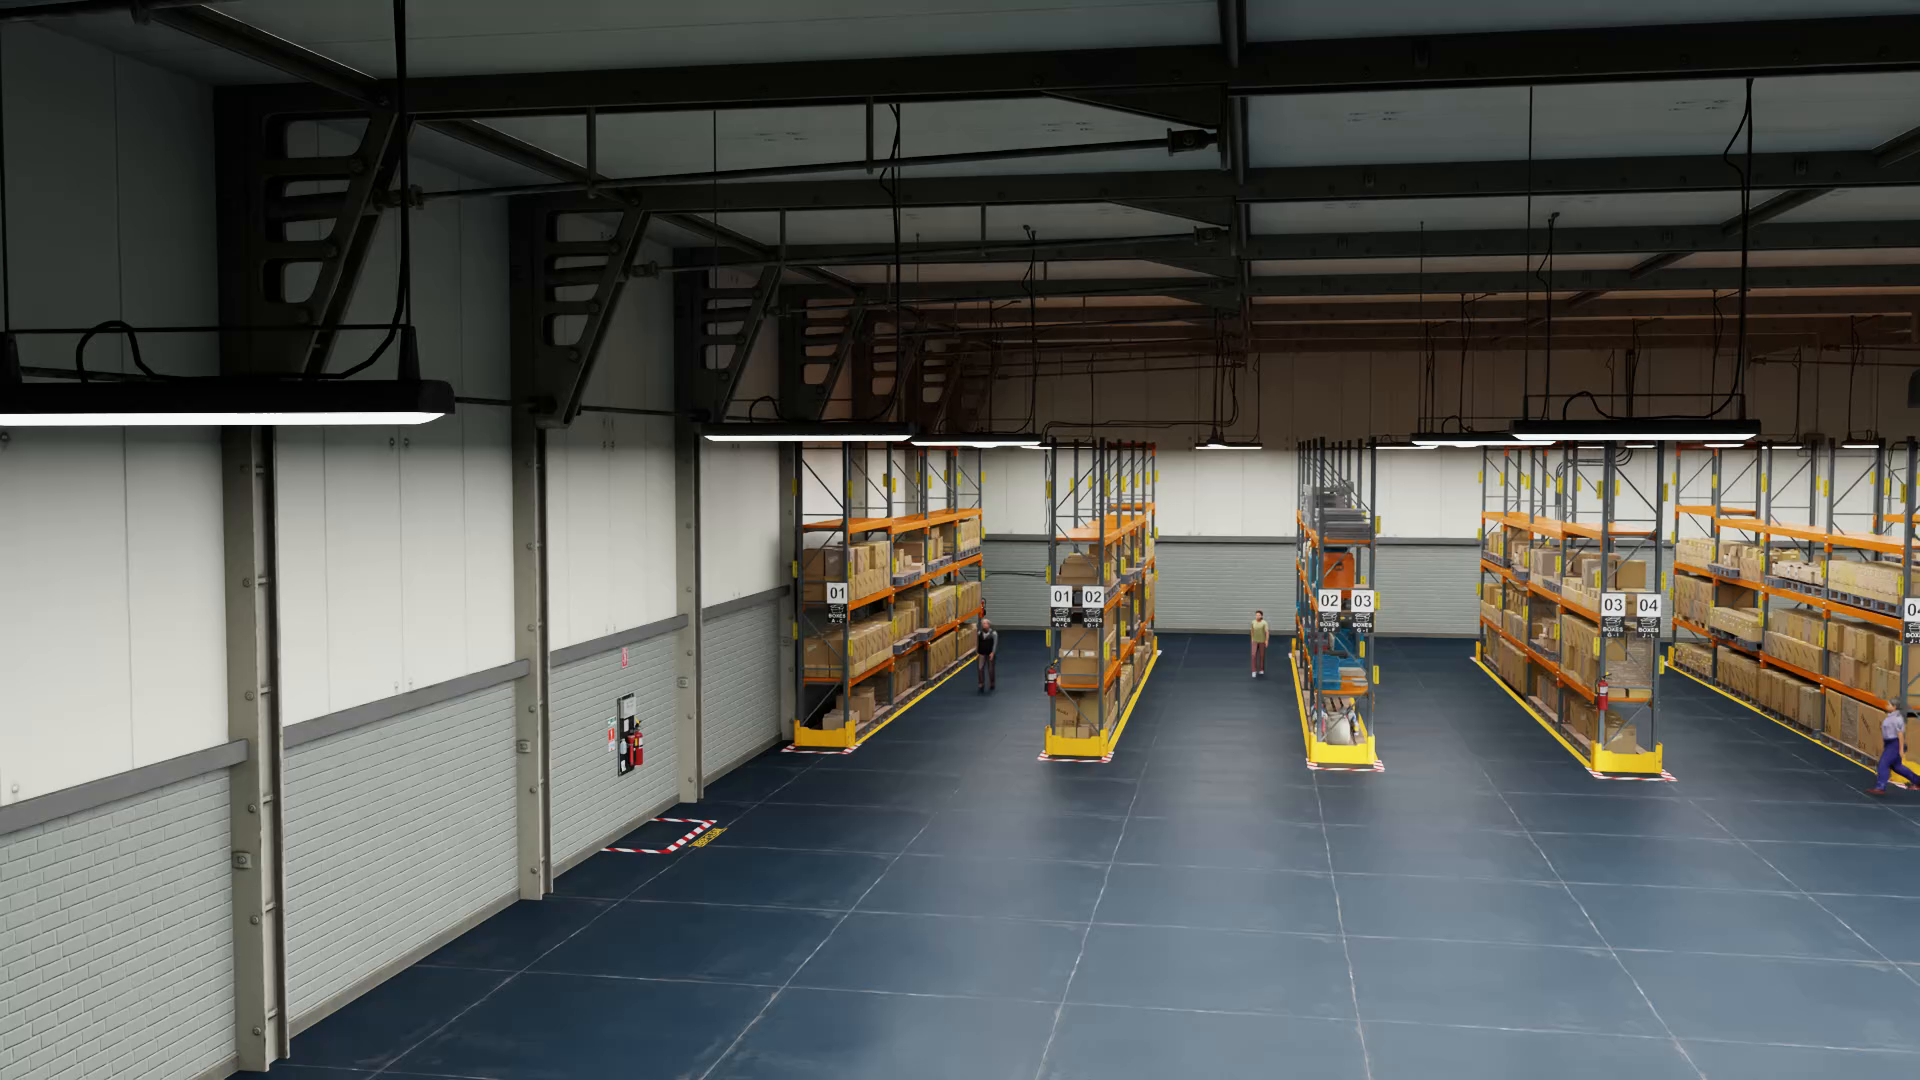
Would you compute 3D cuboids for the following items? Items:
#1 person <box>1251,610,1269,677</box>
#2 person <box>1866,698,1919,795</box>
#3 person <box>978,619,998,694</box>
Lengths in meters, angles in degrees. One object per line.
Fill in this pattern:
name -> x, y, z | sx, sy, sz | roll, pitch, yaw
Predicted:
person -> 7.666, 2.634, 42.603 | 0.492, 1.682, 0.681 | 1, 3, 20
person -> 15.600, 3.478, 27.722 | 0.921, 1.527, 0.481 | 1, 3, 11
person -> 0.634, 2.776, 39.748 | 0.558, 1.741, 0.786 | 1, 3, 18
